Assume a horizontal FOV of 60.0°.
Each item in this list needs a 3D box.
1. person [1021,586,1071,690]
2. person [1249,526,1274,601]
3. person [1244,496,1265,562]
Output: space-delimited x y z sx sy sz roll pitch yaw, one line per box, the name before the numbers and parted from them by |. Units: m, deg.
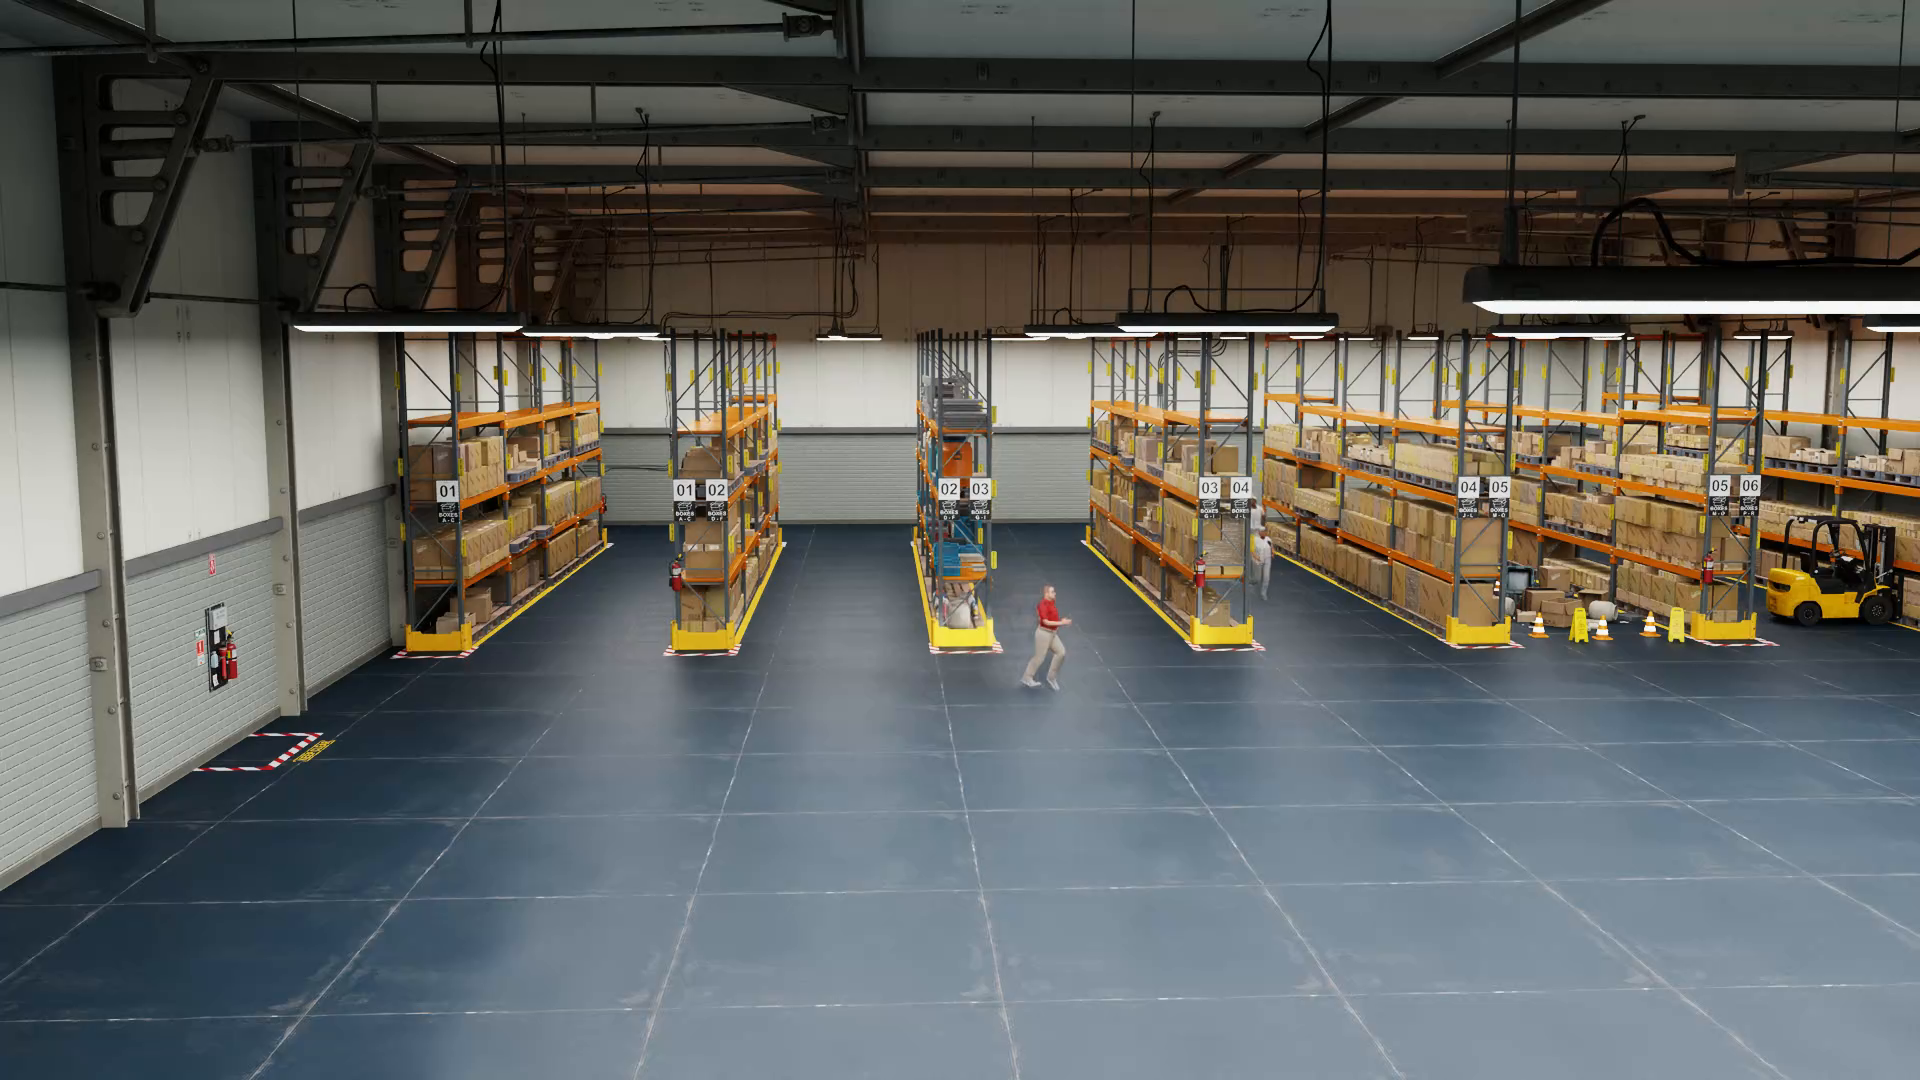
person | 1.452 1.639 27.578 0.835 1.785 0.630 3 7 22
person | 6.787 0.511 37.498 0.590 1.660 0.740 -1 7 -10
person | 7.713 -0.302 43.878 0.708 1.761 0.862 0 7 -3
